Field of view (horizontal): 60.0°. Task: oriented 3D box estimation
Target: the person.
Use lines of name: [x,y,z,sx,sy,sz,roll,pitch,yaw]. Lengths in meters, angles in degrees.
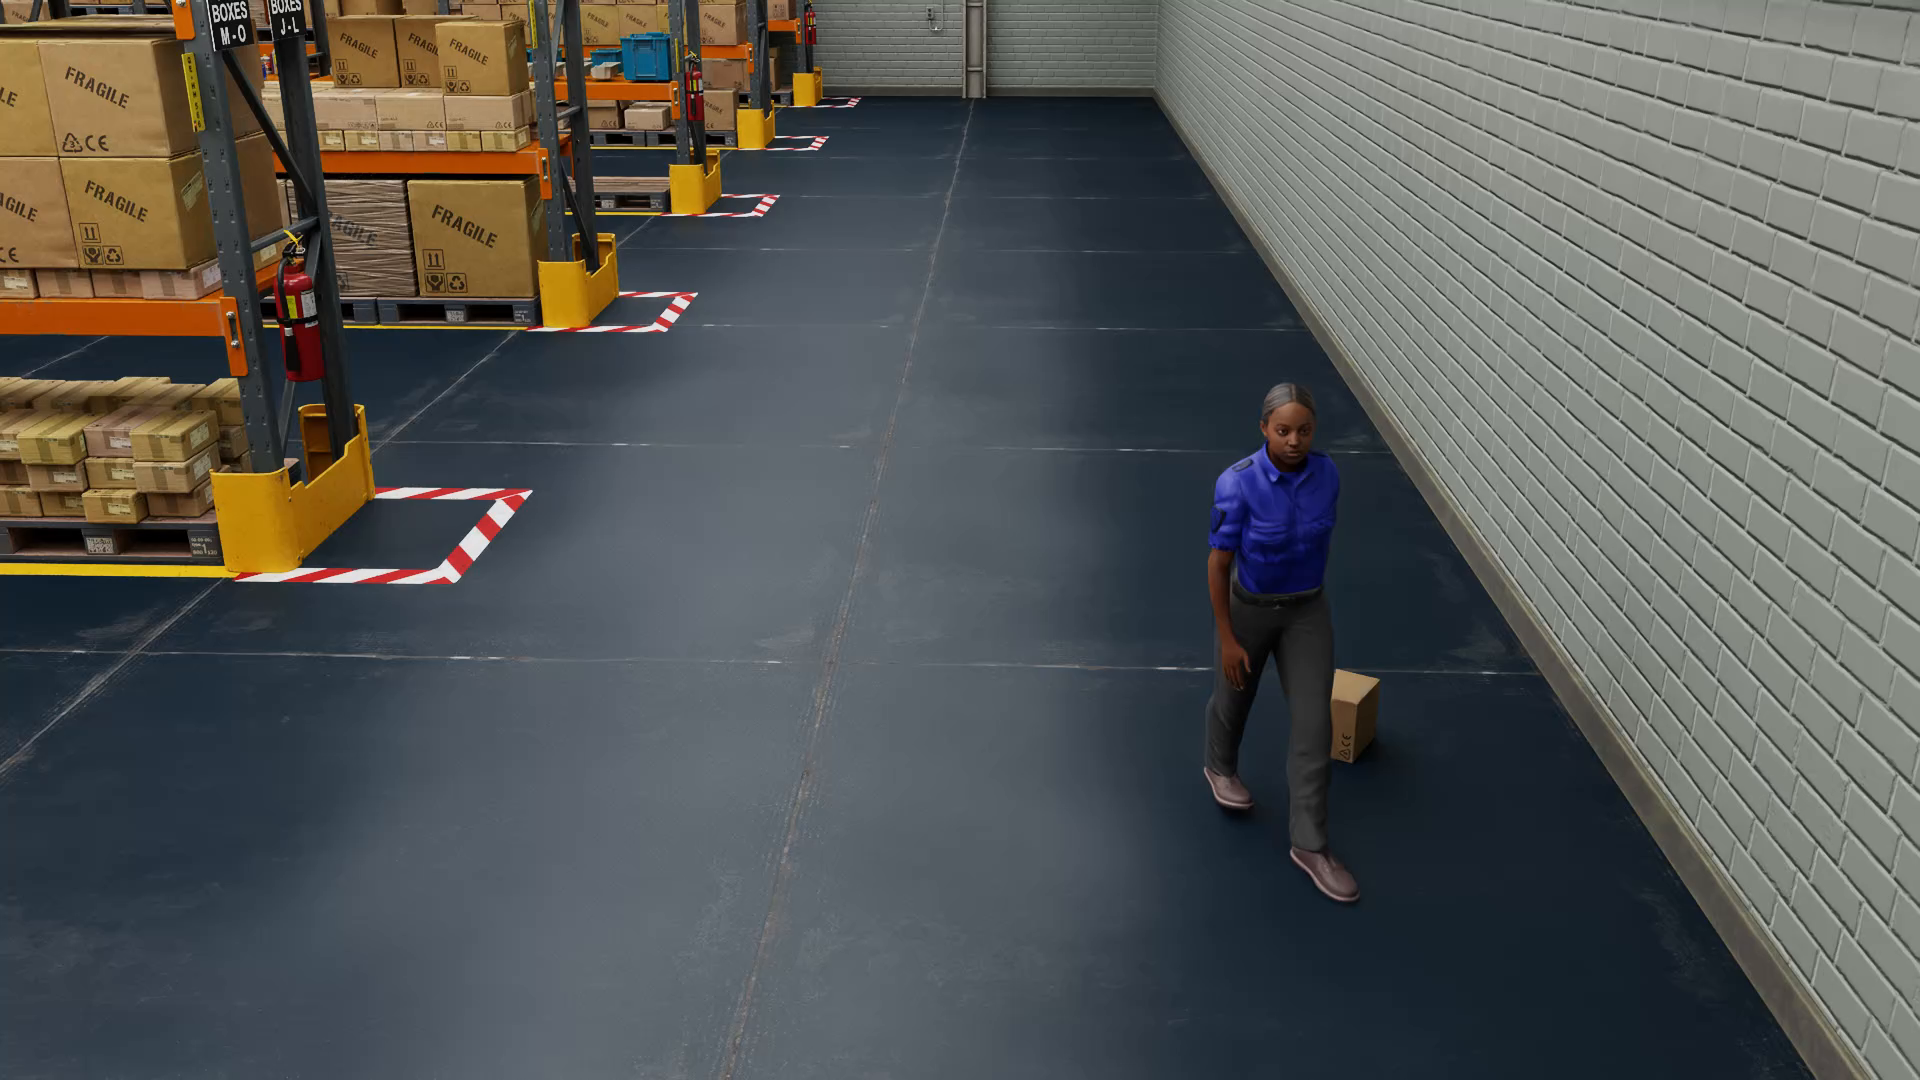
person: [1.012,0.263,5.386,0.479,1.623,0.860,-3,21,-8]
